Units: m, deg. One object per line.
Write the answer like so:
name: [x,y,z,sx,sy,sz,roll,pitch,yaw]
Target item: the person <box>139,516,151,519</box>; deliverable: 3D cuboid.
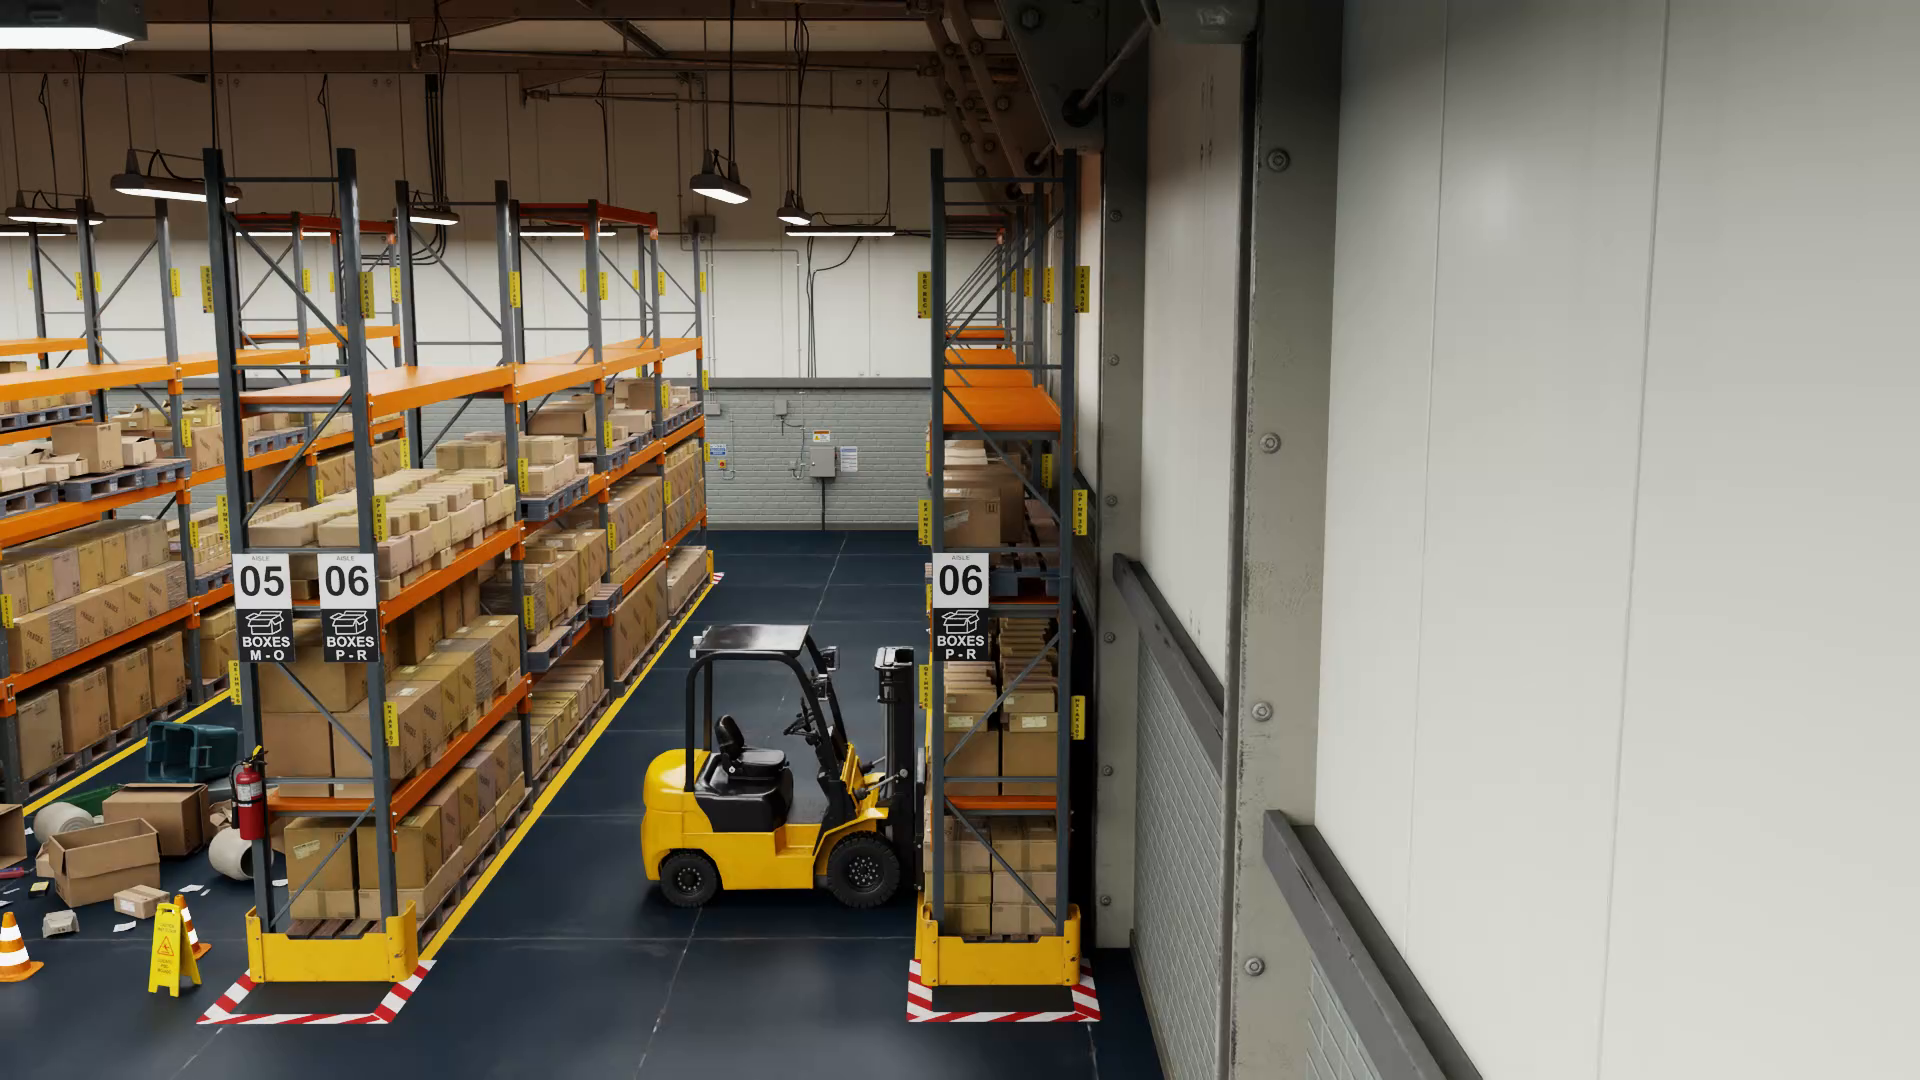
person: [-11.416,0.540,23.523,0.643,1.788,0.881,1,9,7]
